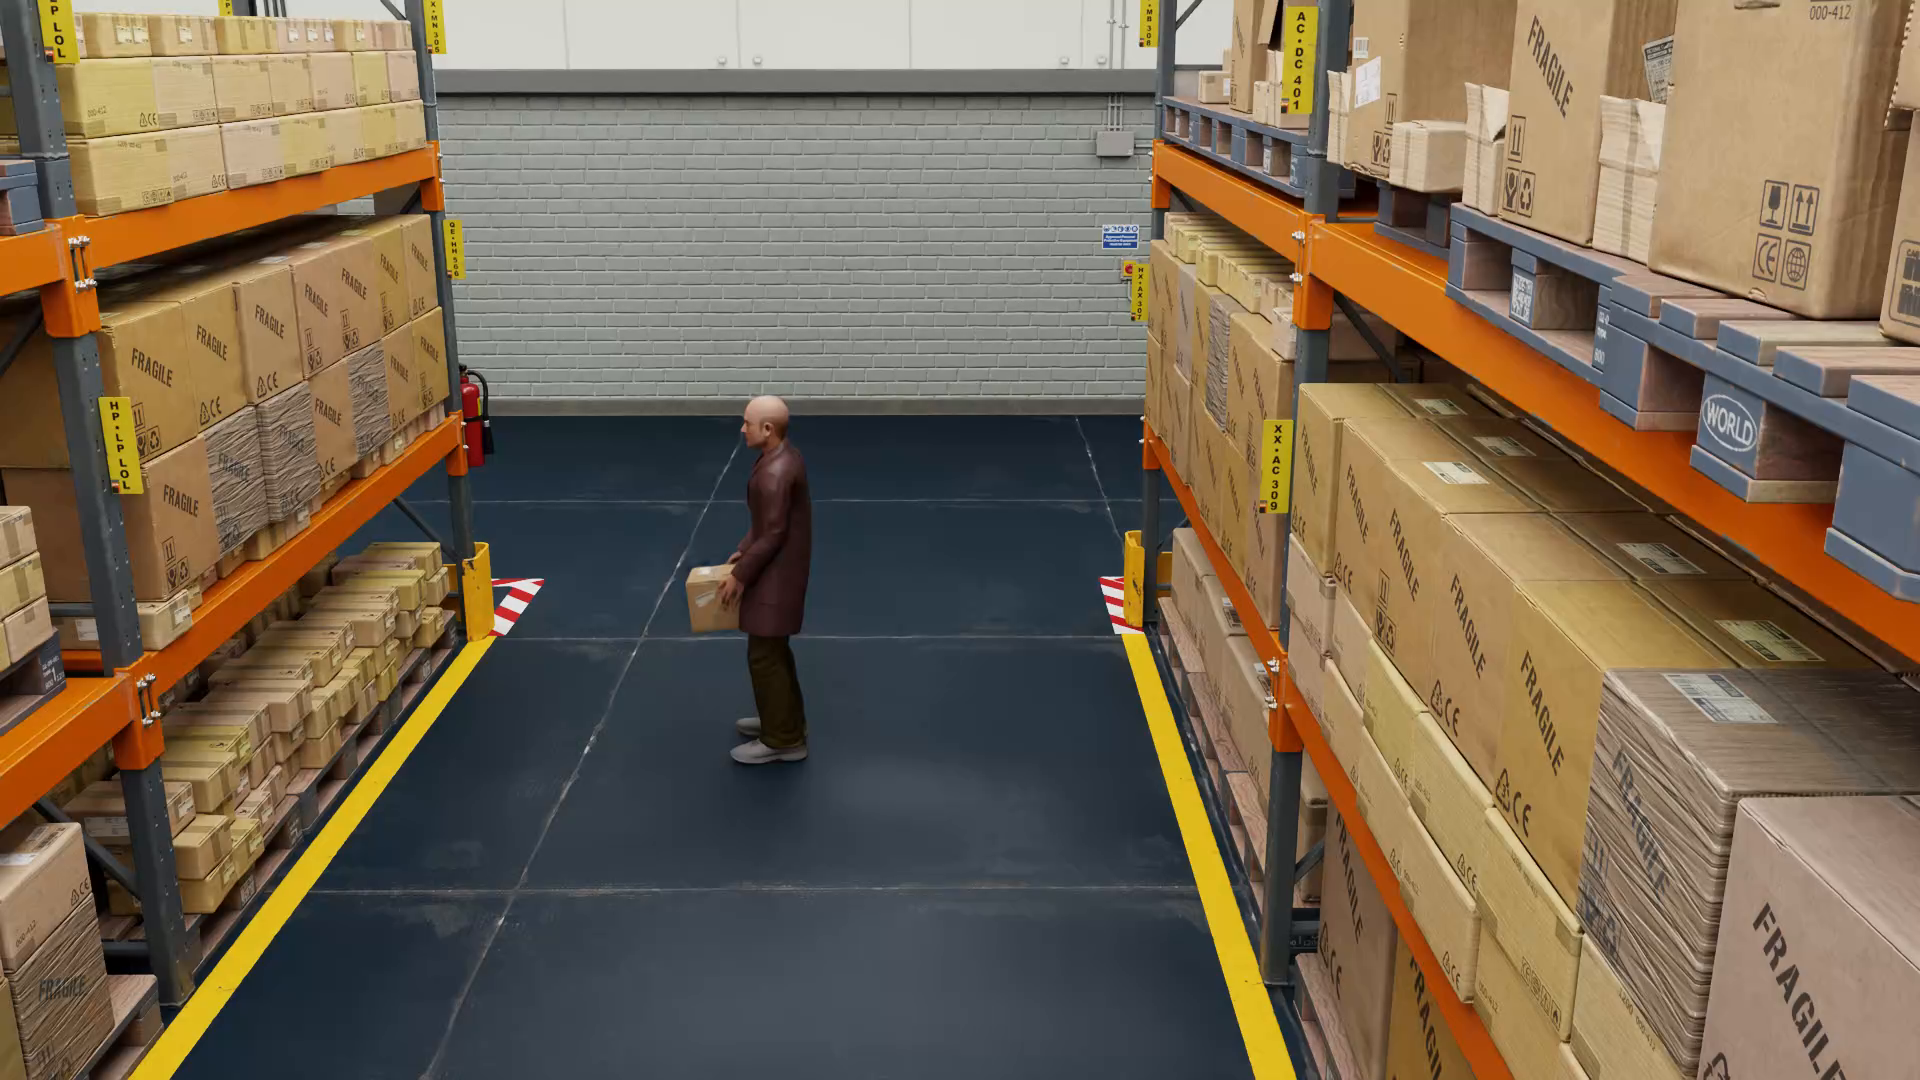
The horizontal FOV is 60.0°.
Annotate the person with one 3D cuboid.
[{"bbox_3d":[-0.908,0.187,7.952,0.427,1.773,0.633,-1,17,-3],"label":"person"}]
